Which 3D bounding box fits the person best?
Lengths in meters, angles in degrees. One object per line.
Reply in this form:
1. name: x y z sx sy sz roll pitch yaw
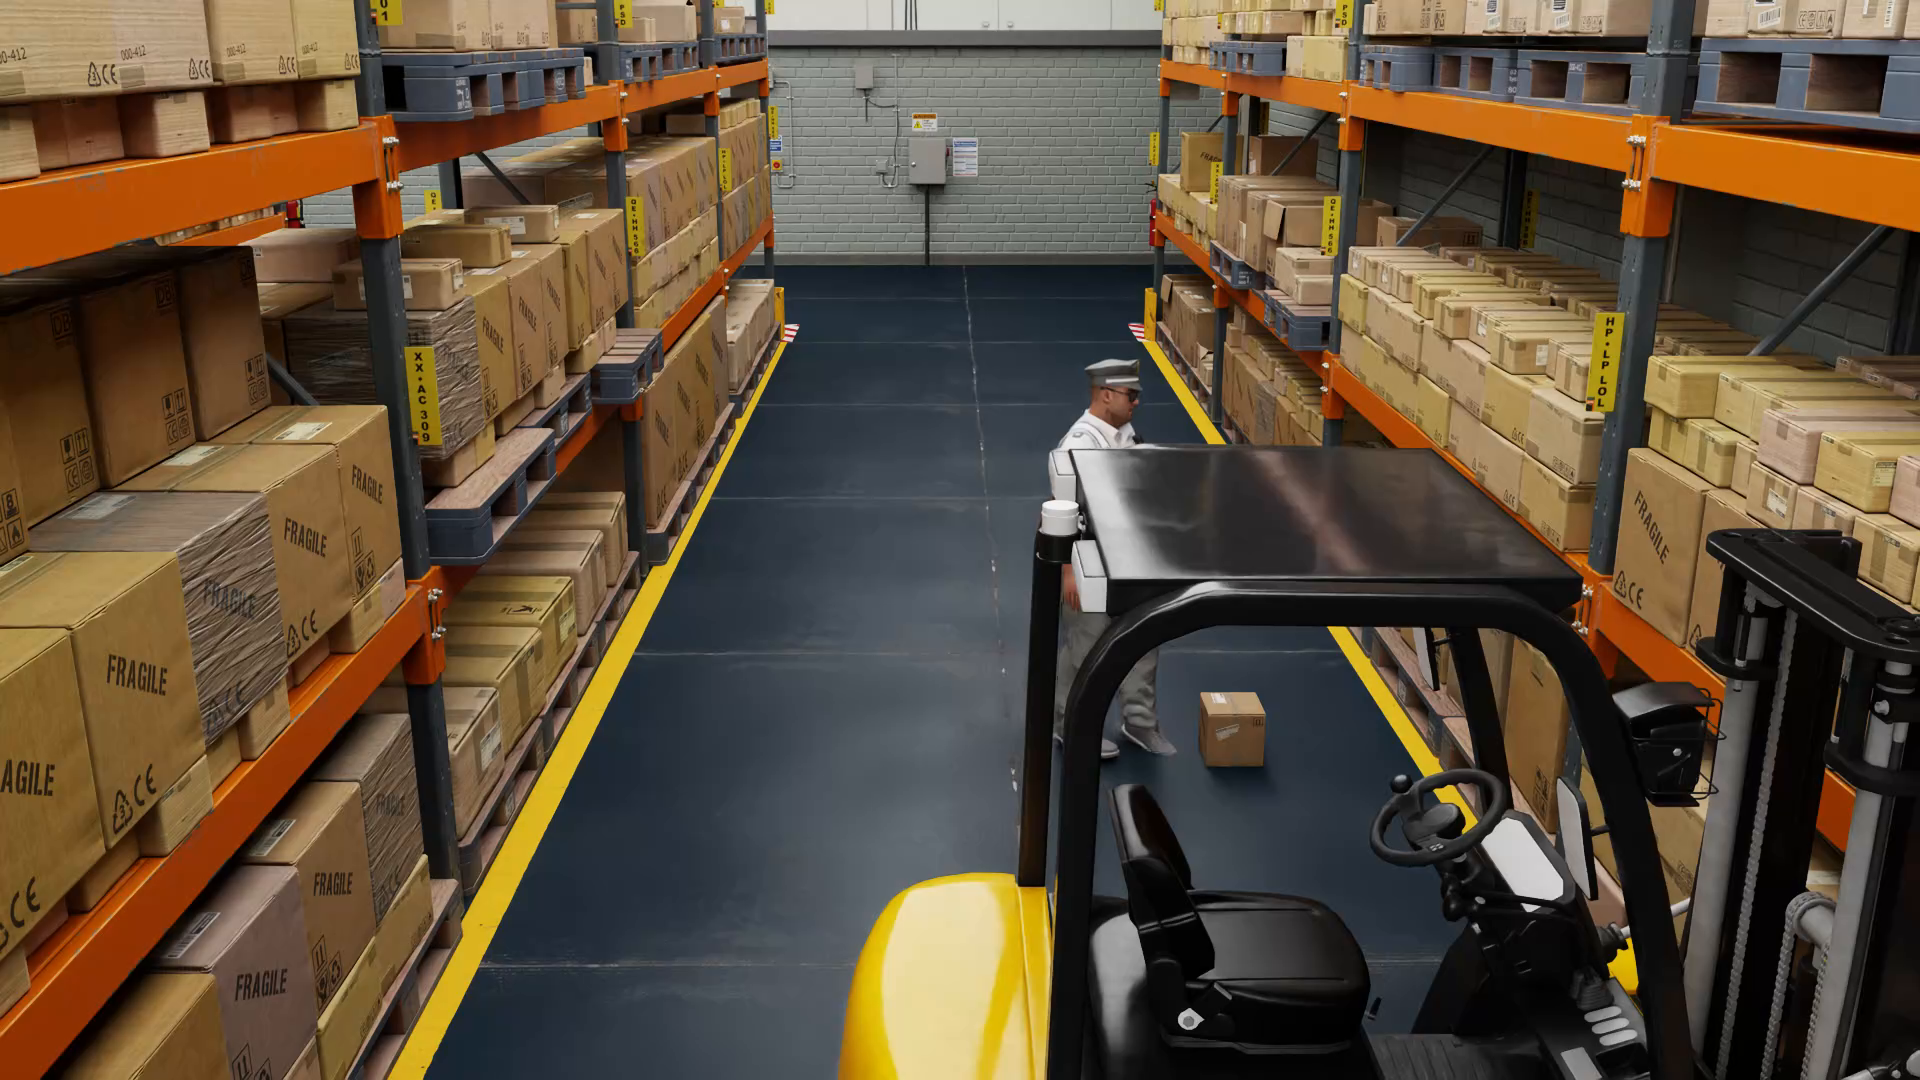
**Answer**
1. person: 0.692 0.134 7.189 0.550 1.820 0.575 11 20 32
